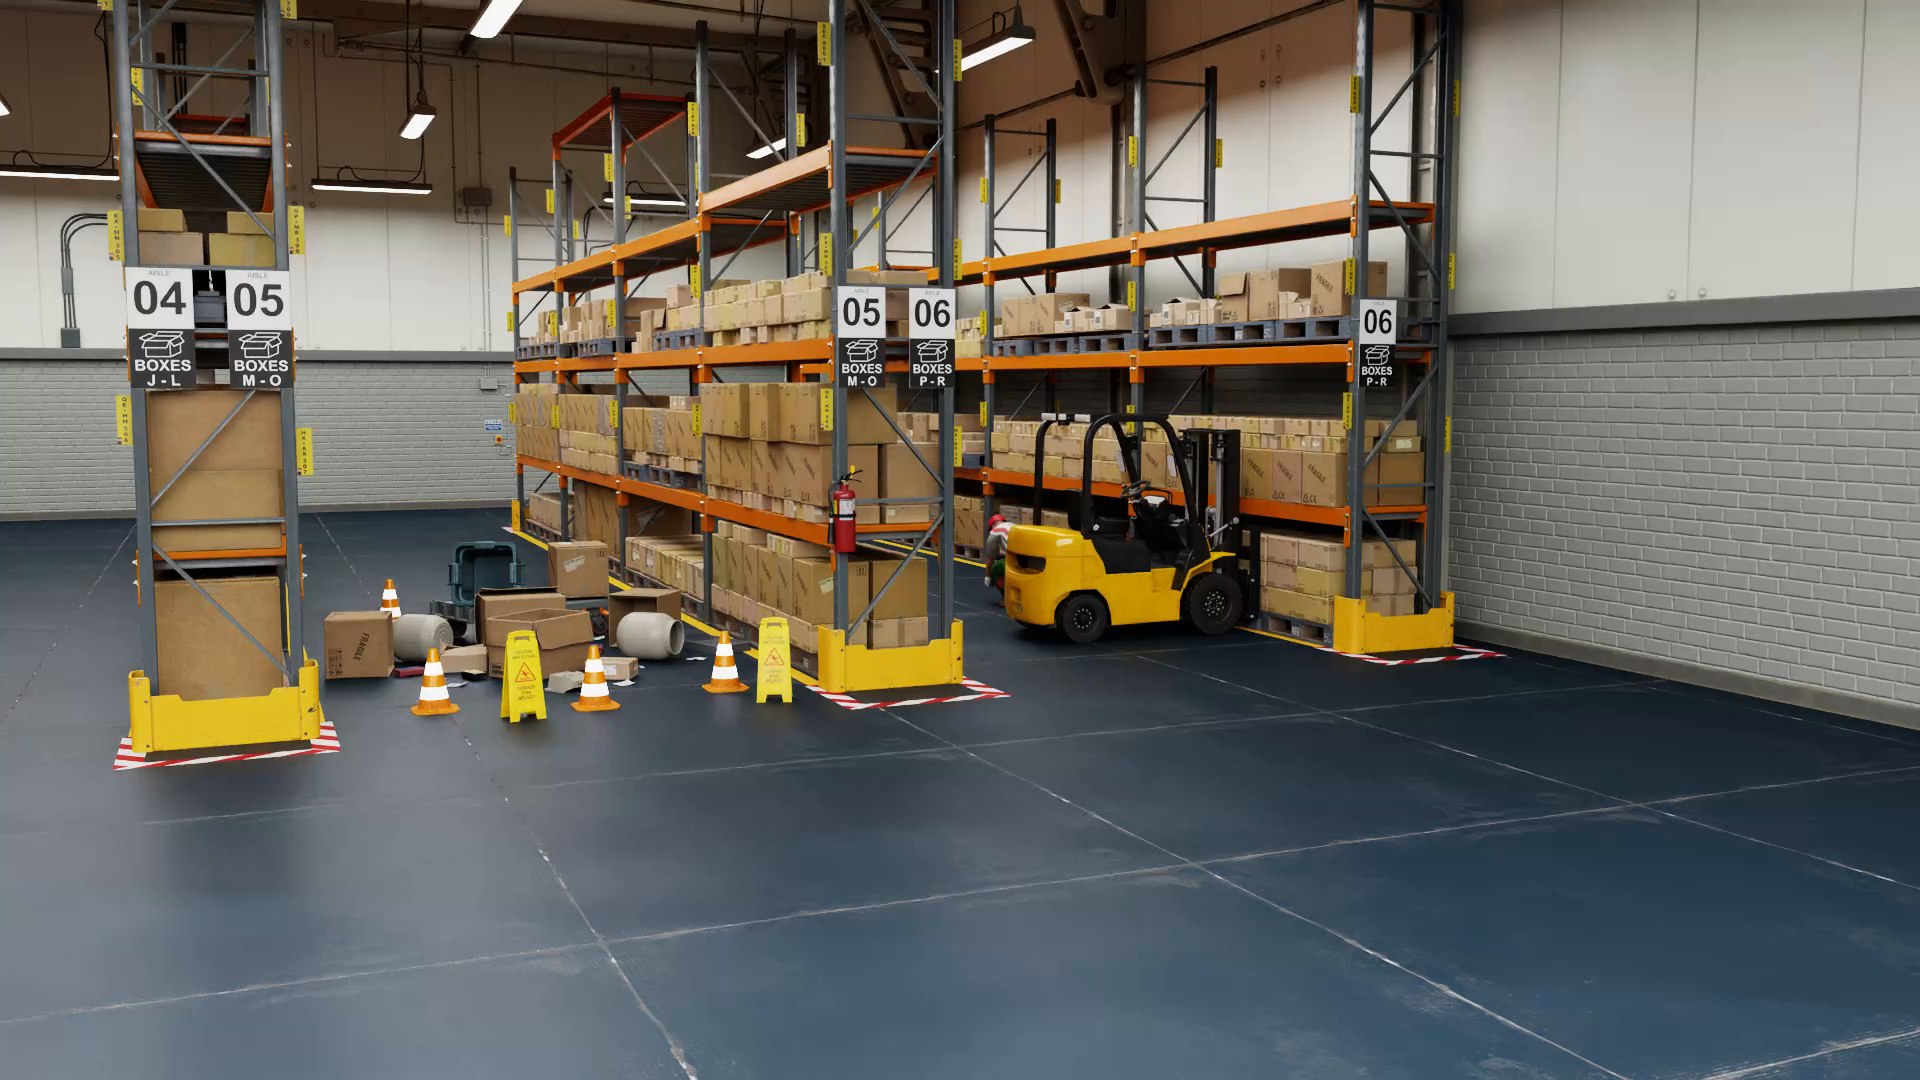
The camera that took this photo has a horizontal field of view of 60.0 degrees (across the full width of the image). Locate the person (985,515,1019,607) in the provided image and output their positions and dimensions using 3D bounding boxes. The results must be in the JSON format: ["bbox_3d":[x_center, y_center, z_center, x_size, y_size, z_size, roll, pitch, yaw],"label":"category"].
[{"bbox_3d":[0.591,0.237,18.372,0.534,0.990,0.911,-3,6,-25],"label":"person"}]
